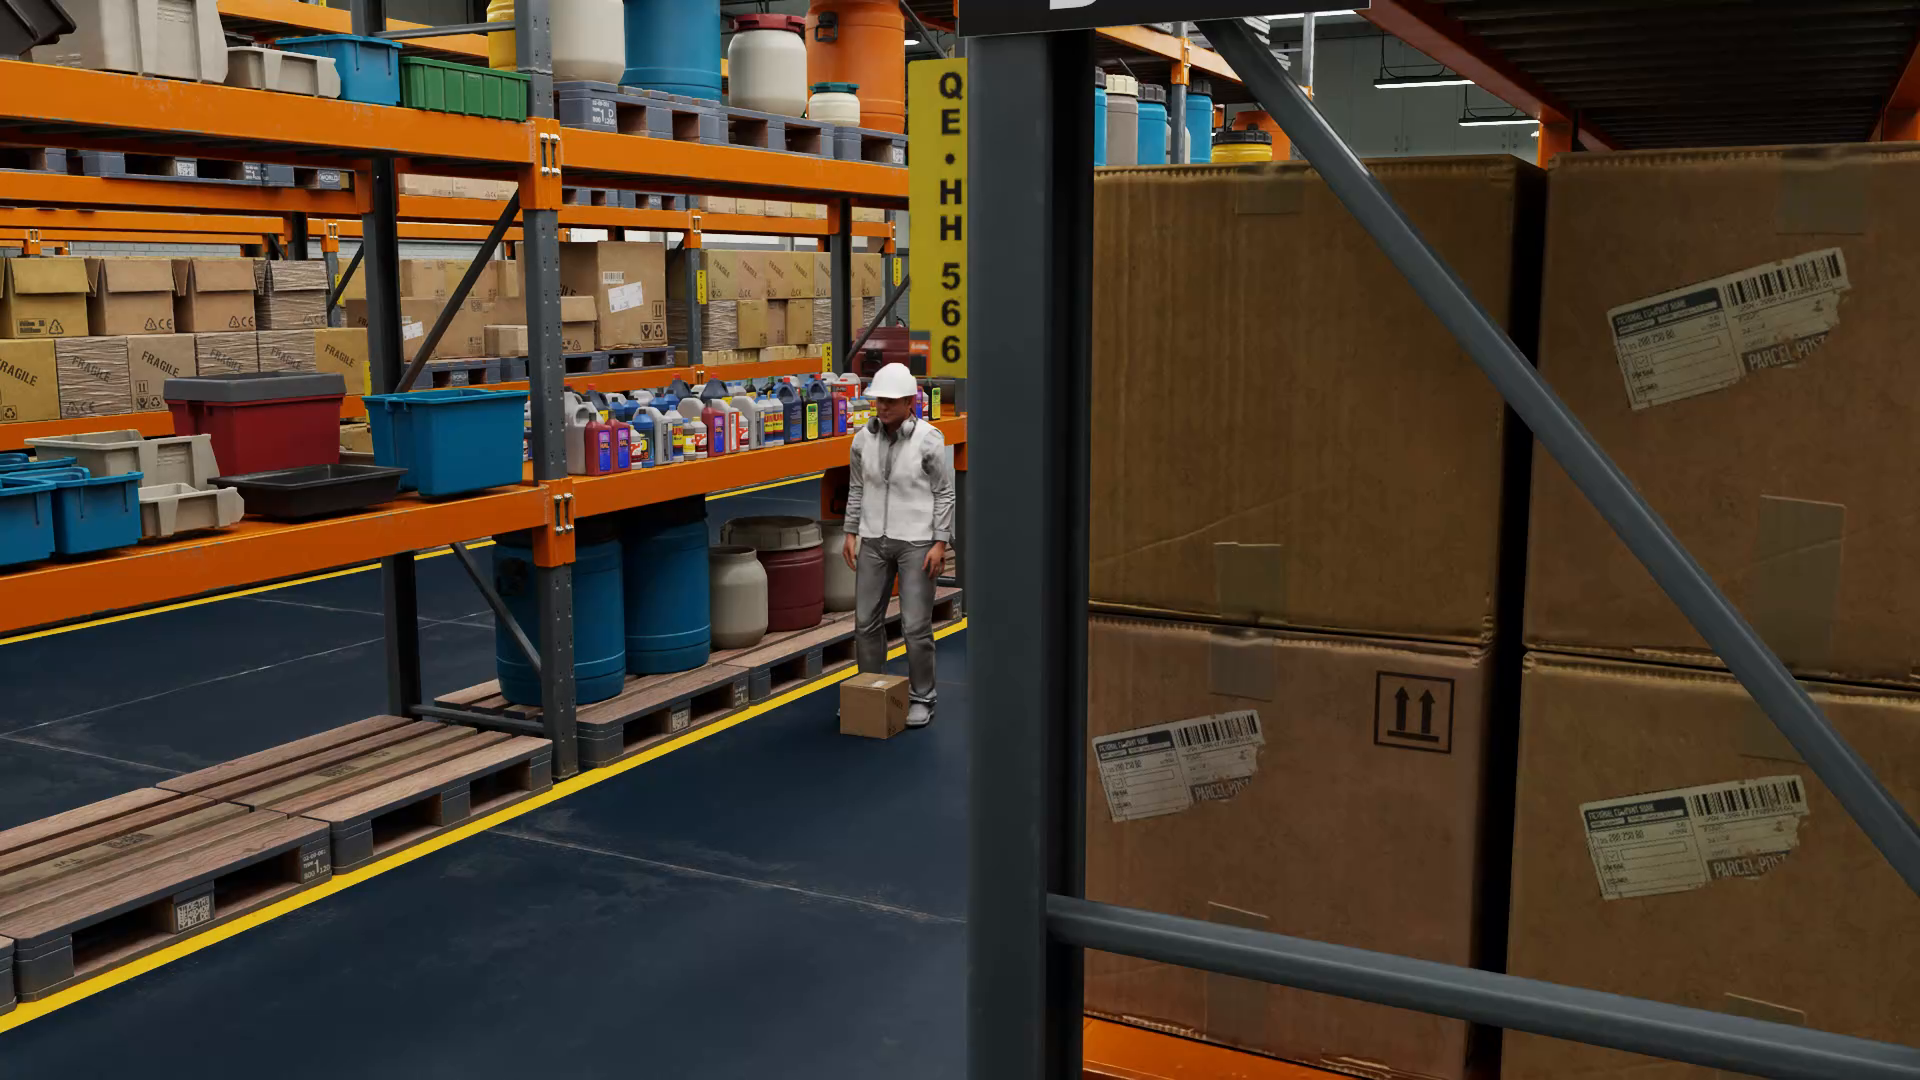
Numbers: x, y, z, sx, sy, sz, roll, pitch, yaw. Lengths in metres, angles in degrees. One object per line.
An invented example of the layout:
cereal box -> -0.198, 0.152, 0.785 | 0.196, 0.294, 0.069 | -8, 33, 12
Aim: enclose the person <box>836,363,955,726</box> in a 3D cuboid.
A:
person -> -0.311, 0.014, 8.191 | 0.578, 1.770, 0.463 | 4, 10, 25
